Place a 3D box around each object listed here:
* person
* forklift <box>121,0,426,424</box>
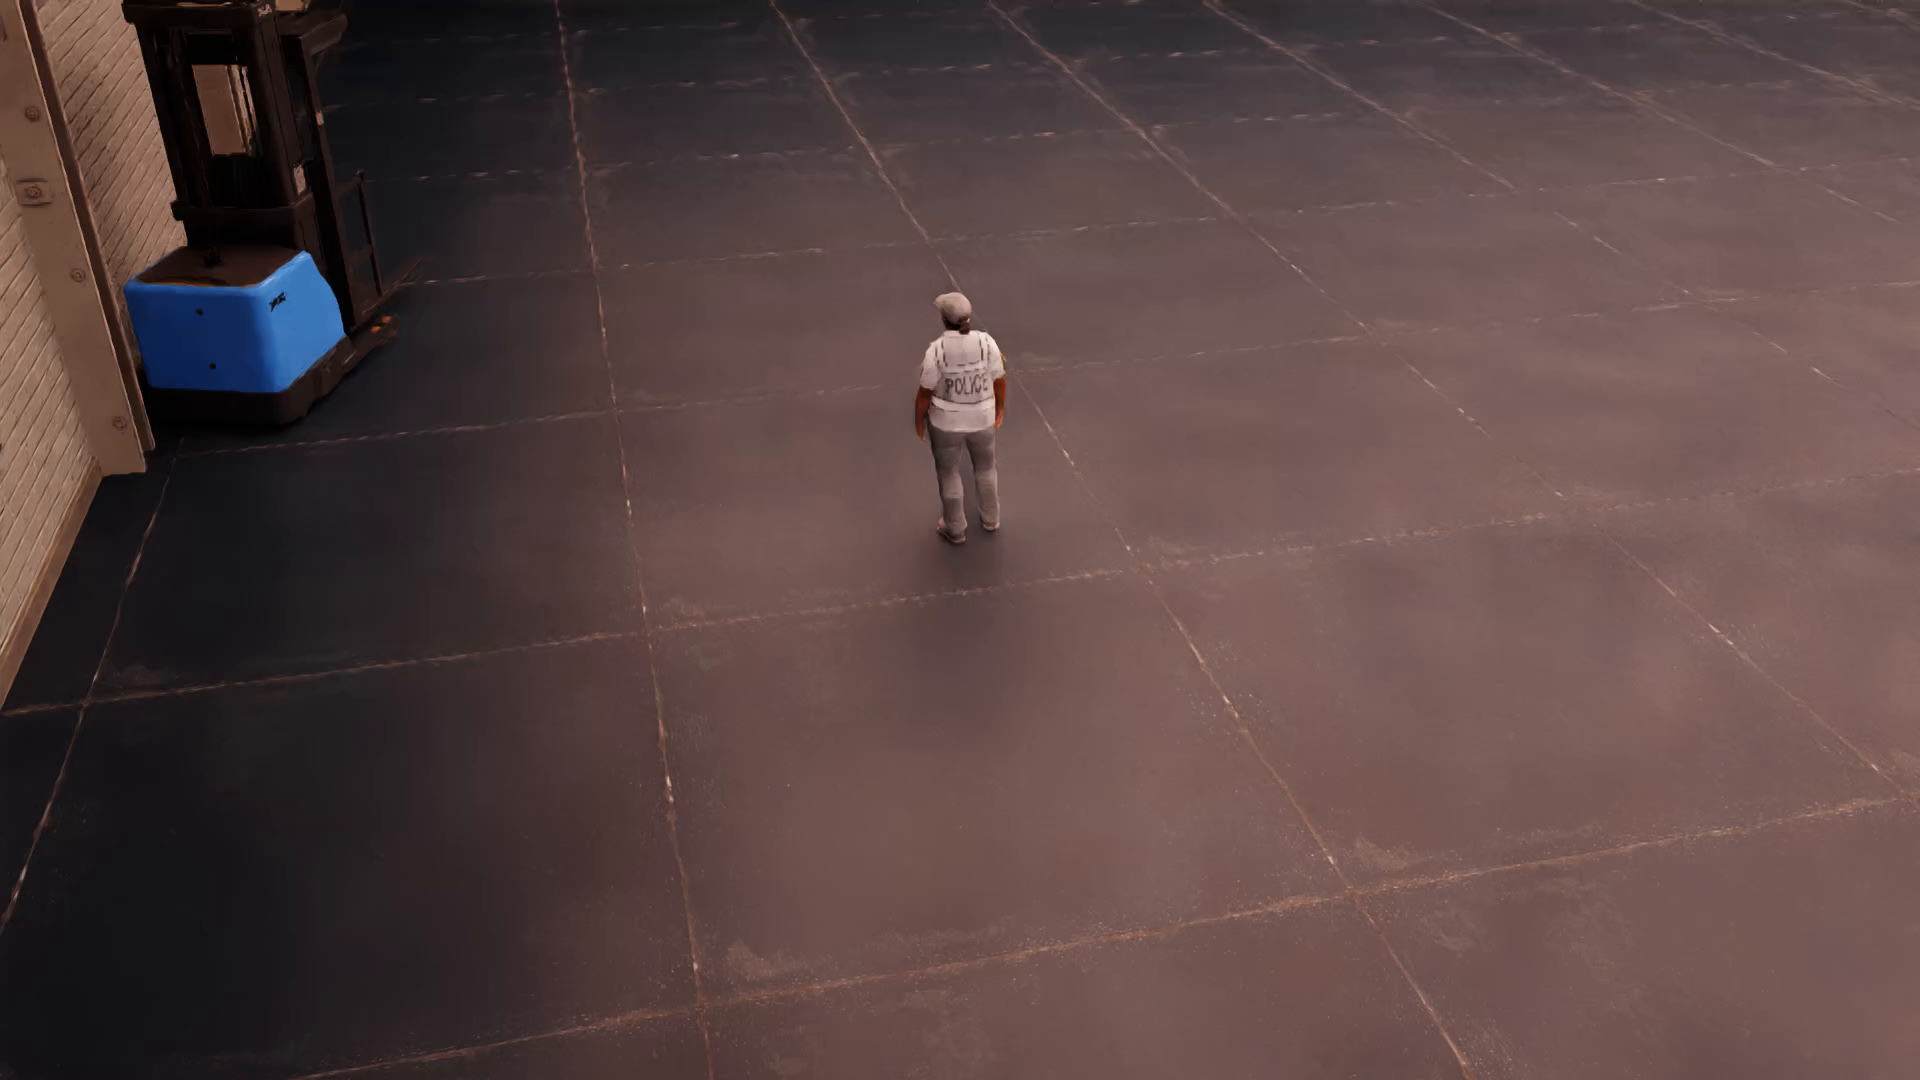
[{"bbox_3d":[0.004,-0.767,10.148,0.598,1.669,0.529,-7,31,-12],"label":"person"},{"bbox_3d":[-5.098,-2.801,12.412,1.130,2.935,3.031,3,30,6],"label":"forklift"}]
